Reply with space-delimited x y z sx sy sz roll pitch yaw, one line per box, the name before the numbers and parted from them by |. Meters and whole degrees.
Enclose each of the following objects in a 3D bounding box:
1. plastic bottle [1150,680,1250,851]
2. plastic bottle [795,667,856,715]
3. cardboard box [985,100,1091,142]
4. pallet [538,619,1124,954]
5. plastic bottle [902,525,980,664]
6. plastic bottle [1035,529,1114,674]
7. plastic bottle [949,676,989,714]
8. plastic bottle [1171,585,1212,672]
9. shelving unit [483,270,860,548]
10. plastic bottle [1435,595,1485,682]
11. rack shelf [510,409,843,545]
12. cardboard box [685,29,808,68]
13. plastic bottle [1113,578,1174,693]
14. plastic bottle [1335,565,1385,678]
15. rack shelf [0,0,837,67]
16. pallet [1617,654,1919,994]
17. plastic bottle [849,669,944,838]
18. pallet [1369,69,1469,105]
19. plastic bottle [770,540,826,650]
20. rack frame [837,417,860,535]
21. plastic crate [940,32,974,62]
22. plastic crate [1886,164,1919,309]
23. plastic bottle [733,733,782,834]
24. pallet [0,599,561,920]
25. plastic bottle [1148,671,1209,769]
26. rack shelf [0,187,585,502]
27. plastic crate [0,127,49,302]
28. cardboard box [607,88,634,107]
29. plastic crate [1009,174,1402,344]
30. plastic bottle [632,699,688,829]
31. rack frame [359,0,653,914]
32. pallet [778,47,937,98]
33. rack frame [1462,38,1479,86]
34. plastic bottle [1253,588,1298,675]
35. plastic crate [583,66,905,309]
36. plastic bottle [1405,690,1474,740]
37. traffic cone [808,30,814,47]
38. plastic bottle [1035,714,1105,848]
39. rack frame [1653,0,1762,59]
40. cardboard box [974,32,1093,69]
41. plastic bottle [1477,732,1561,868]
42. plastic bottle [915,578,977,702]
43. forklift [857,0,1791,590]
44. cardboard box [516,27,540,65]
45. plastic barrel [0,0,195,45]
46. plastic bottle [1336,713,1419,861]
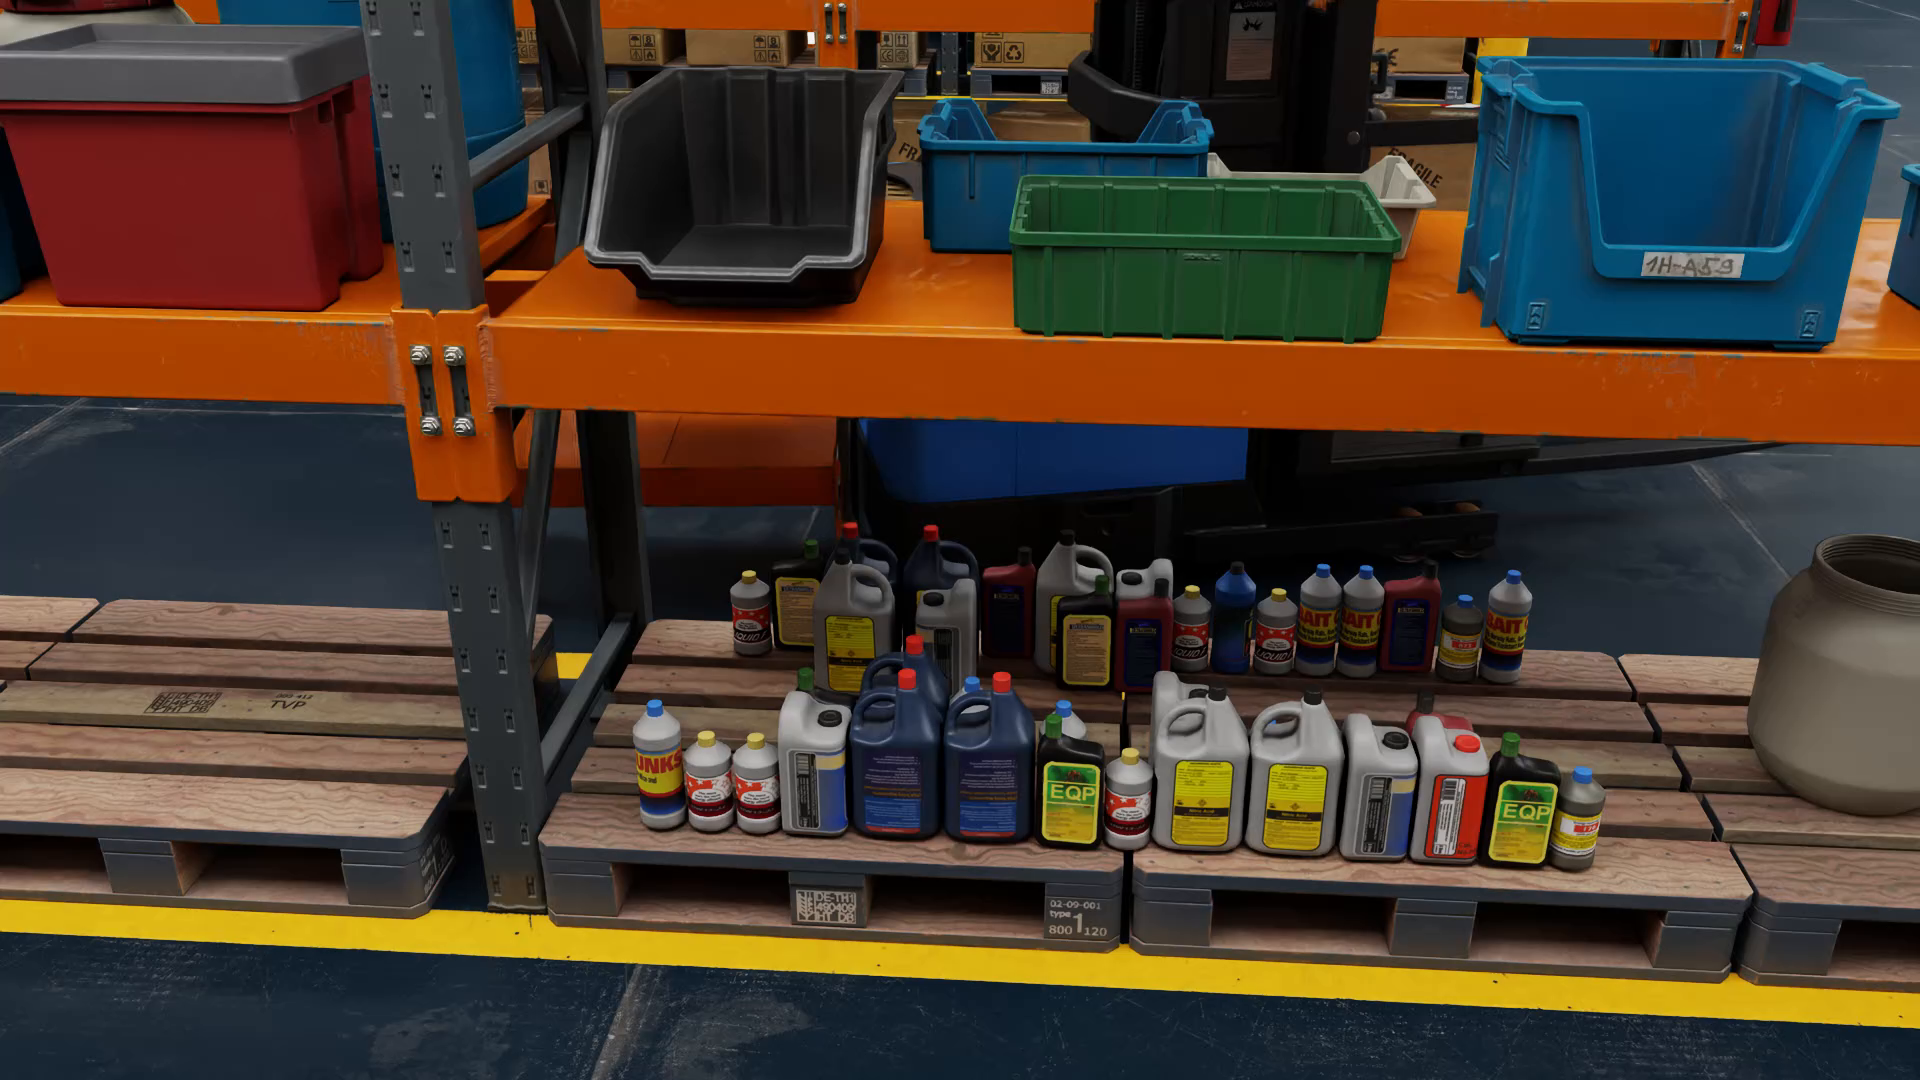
plastic bottle | 0.484 0.442 3.343 0.185 0.351 0.144 2 25 4
plastic bottle | -0.285 0.402 3.511 0.133 0.283 0.061 2 25 4
cardboard box | 0.445 -1.855 8.180 0.500 0.500 0.500 10 27 21
pallet | -0.235 0.526 3.854 1.213 0.211 1.003 2 25 4
plastic bottle | -0.046 0.131 4.021 0.185 0.351 0.144 1 25 1
plastic bottle | 0.276 0.141 3.998 0.185 0.351 0.144 2 25 4
plastic bottle | 0.025 0.413 3.501 0.097 0.271 0.097 0 25 0
plastic bottle | 0.558 0.208 4.031 0.097 0.201 0.097 0 25 0
shelving unit | -0.838 -0.421 4.819 1.048 1.125 0.538 0 25 -1
plastic bottle | 1.200 0.229 3.986 0.097 0.201 0.097 0 25 0
rack shelf | -0.838 -0.199 4.921 1.000 0.278 0.538 0 25 -1
cardboard box | -1.629 -4.092 12.742 0.750 0.750 1.050 2 25 4
plastic bottle | 0.430 0.223 3.901 0.133 0.283 0.061 2 25 4
plastic bottle | 0.961 0.189 3.988 0.097 0.271 0.097 0 25 0
rack shelf | -2.516 -2.581 8.132 4.000 0.370 1.077 2 25 4
pallet | 2.198 0.604 3.685 1.213 0.211 1.003 2 25 4
plastic bottle | -0.128 0.423 3.386 0.185 0.351 0.144 3 25 5
pallet | 3.143 -3.506 12.617 1.213 0.211 1.003 2 25 4
plastic bottle | -0.396 0.132 4.097 0.133 0.283 0.061 3 25 7
rack frame | -0.329 -0.425 4.827 0.032 1.125 0.500 0 25 -1
plastic crate | 0.232 -4.197 14.078 0.662 0.188 0.450 16 39 31
plastic crate | 1.918 -0.499 2.923 0.408 0.251 0.499 2 25 4
plastic bottle | -0.414 0.491 3.415 0.097 0.201 0.097 0 25 0
pallet | -1.687 0.478 3.958 1.213 0.211 1.003 2 25 4
plastic bottle | 0.470 0.414 3.494 0.135 0.276 0.152 2 25 4
rack shelf | -2.896 -0.517 3.645 4.000 0.370 1.077 2 25 4
plastic crate | -2.025 -0.678 3.154 0.575 0.384 0.392 2 25 4
cardboard box | -1.607 -1.960 8.385 0.500 0.500 0.700 2 25 4
plastic crate | 0.430 -0.522 3.050 0.662 0.188 0.450 2 25 4
plastic bottle | -0.617 0.453 3.415 0.097 0.271 0.097 0 25 0
rack frame | -0.901 -0.780 3.356 0.127 3.000 1.000 2 25 4
pallet | -0.817 -3.634 12.896 1.213 0.211 1.003 2 25 4
rack frame | 3.947 -4.780 12.050 0.127 3.000 1.000 2 25 4
plastic bottle | 0.763 0.215 4.017 0.097 0.201 0.097 0 25 0
plastic crate | -0.389 -0.682 3.217 0.504 0.338 0.767 2 25 4
plastic bottle | 0.981 0.443 3.423 0.133 0.283 0.061 2 25 4
traffic cone | -1.263 -4.428 14.319 0.334 0.463 0.336 2 25 4
plastic bottle | 0.221 0.482 3.337 0.133 0.283 0.061 3 25 6
rack frame | 3.466 -2.716 7.564 0.127 3.000 1.000 2 25 4
cardboard box | 0.580 -4.084 12.577 0.875 0.875 0.875 2 25 5
plastic bottle | 1.104 0.510 3.276 0.133 0.283 0.061 2 25 5
plastic bottle | -0.032 0.227 3.900 0.135 0.276 0.152 2 25 4
forklift | 1.186 -1.473 4.944 3.031 2.935 1.130 -5 25 -10
cardboard box | -3.430 -4.148 12.865 0.750 0.750 1.050 2 25 3
plastic barrel | -1.839 -0.963 3.593 0.433 0.535 0.433 0 25 0
plastic bottle | 0.835 0.486 3.338 0.135 0.276 0.152 1 25 3
